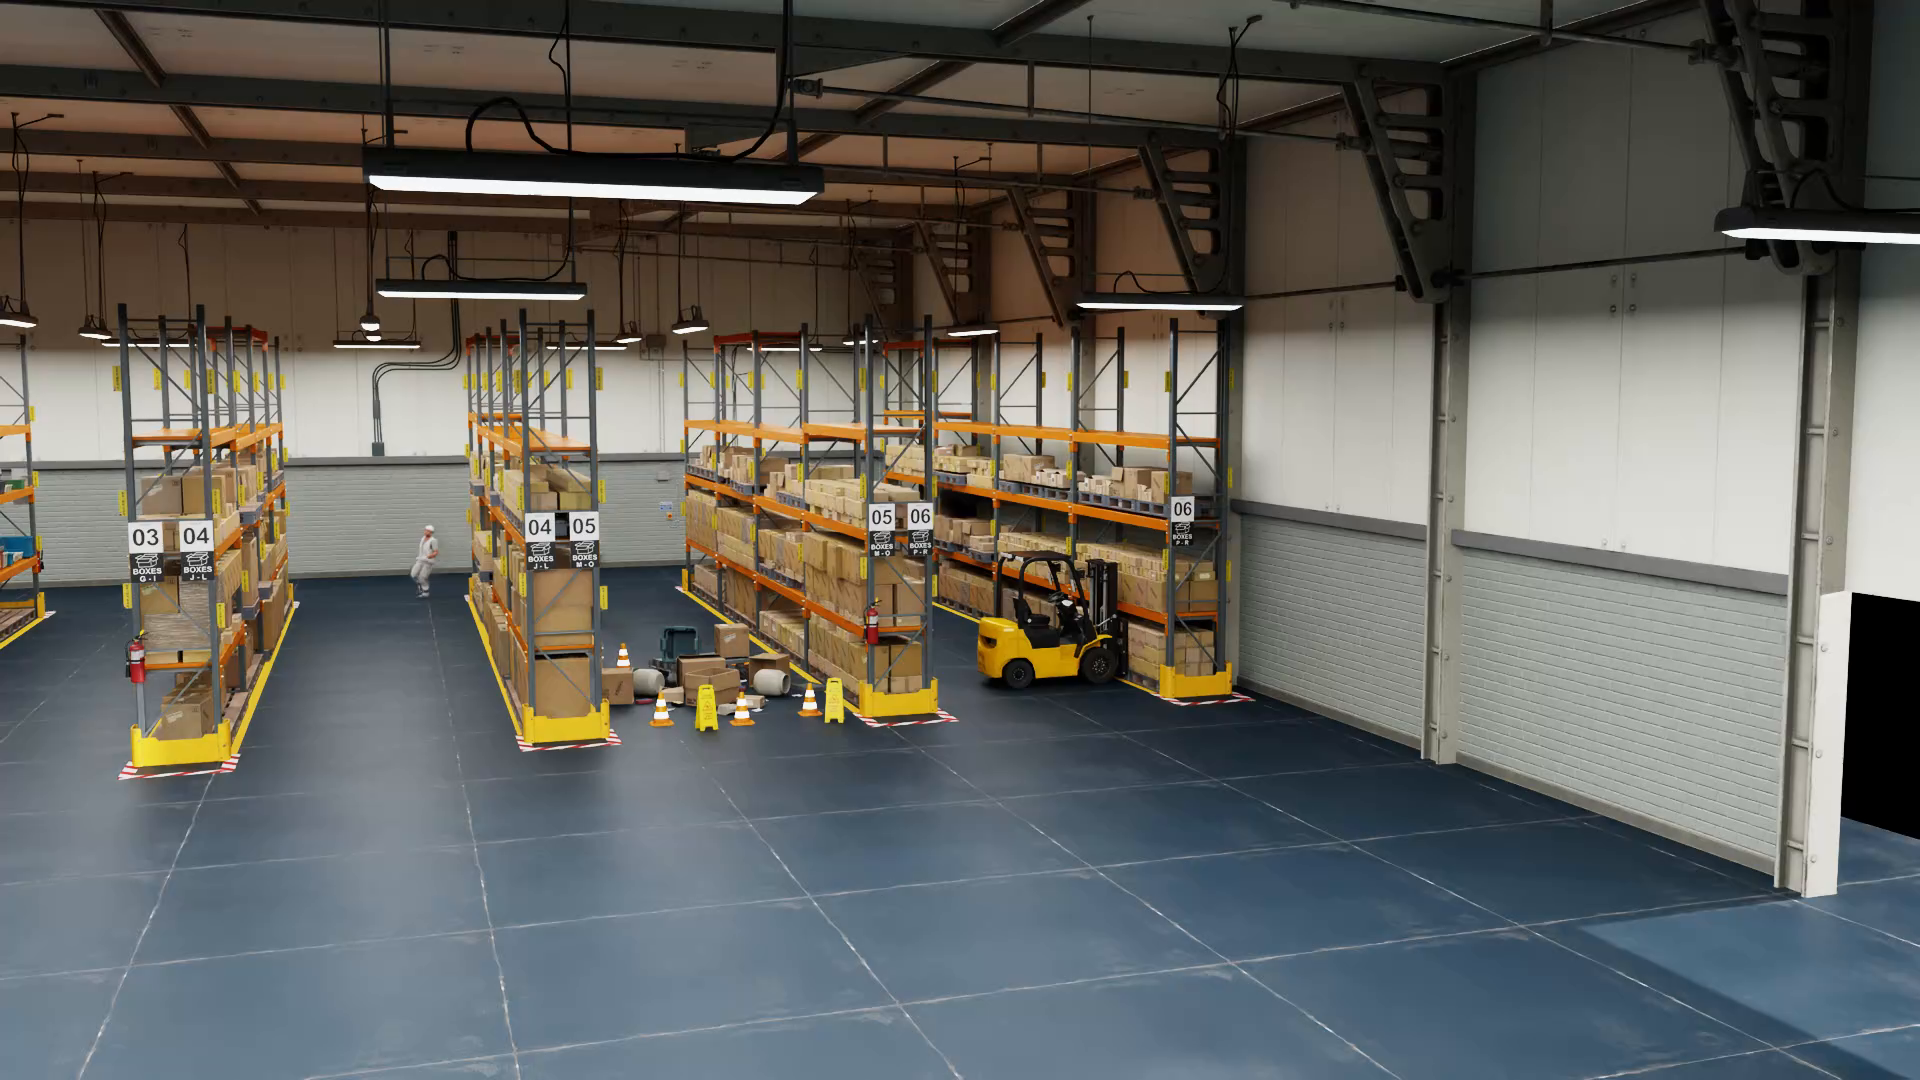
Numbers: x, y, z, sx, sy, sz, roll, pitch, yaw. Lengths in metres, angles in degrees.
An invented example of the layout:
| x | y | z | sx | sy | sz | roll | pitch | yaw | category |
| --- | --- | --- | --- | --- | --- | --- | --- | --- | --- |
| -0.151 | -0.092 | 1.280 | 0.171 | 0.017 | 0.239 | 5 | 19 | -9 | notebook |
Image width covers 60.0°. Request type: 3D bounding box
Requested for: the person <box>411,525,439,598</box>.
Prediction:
| x | y | z | sx | sy | sz | roll | pitch | yaw | category |
| --- | --- | --- | --- | --- | --- | --- | --- | --- | --- |
| -12.321 | 0.514 | 38.251 | 0.708 | 1.714 | 0.597 | 3 | 6 | 26 | person |
